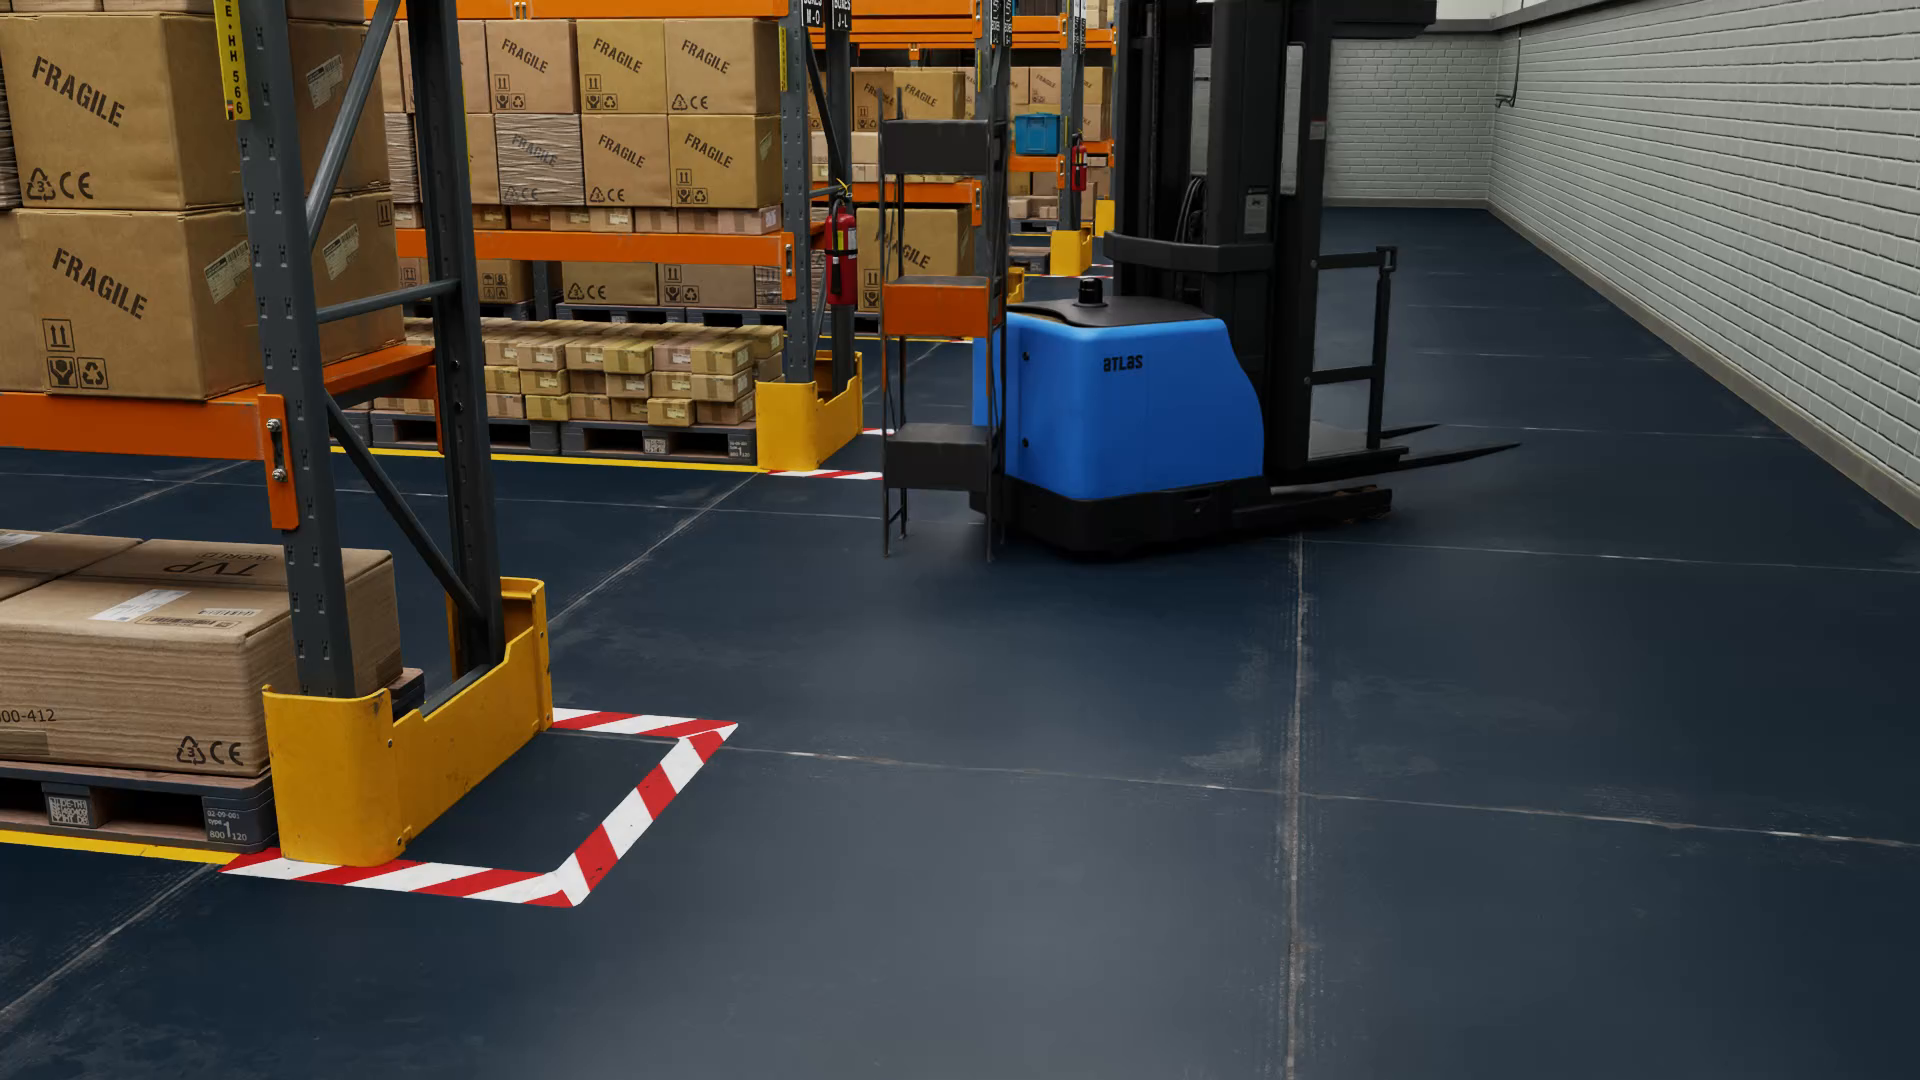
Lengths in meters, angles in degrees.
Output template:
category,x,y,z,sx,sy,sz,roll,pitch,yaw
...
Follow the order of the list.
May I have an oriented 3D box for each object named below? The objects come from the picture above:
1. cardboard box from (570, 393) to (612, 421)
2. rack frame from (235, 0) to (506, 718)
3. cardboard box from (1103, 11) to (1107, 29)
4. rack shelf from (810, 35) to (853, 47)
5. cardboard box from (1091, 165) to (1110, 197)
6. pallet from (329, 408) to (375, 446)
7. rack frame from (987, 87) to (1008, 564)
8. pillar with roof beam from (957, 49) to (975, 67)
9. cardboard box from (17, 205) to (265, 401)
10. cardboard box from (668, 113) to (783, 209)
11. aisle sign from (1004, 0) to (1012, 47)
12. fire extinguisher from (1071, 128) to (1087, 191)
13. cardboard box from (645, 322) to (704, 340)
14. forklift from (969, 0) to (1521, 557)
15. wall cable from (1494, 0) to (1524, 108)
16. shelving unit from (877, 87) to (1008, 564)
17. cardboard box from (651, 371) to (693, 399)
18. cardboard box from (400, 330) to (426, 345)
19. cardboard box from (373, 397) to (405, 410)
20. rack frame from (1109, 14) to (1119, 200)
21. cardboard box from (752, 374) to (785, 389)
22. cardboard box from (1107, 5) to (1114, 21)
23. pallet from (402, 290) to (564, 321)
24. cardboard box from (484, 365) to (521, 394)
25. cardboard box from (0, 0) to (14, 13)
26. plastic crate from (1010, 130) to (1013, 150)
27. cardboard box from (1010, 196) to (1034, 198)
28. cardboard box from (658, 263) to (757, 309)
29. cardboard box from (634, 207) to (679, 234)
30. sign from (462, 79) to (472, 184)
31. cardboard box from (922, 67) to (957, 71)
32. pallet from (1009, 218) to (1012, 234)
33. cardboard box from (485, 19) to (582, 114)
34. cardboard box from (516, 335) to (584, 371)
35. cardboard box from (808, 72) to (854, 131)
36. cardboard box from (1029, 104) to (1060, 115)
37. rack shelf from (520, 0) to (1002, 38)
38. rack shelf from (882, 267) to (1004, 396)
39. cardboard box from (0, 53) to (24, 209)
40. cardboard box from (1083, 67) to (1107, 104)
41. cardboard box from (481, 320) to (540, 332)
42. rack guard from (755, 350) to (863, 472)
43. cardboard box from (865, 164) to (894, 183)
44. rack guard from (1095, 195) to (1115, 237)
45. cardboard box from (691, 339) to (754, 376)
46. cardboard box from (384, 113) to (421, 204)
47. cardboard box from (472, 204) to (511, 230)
category,x,y,z,sx,sy,sz,roll,pitch,yaw
cardboard box,-2.123,-0.821,9.891,0.250,0.149,0.380,3,16,12
rack frame,-1.694,-0.685,4.847,0.127,3.000,1.000,3,16,11
cardboard box,1.805,-7.336,23.519,0.500,0.250,0.500,3,16,11
rack shelf,-3.621,-7.287,24.408,4.000,0.370,1.077,3,16,11
cardboard box,2.536,-6.174,28.557,0.500,0.500,0.700,3,16,11
pallet,-4.062,-0.828,10.586,1.213,0.211,1.003,3,16,11
rack frame,0.170,-0.954,7.504,0.015,2.100,0.400,3,16,11
pillar with roof beam,-0.678,-9.332,24.824,0.400,9.000,9.100,3,16,11
cardboard box,-2.220,-0.690,4.676,0.500,0.500,0.500,3,16,11
cardboard box,-1.299,-2.134,9.331,0.500,0.500,0.500,3,16,12
aisle sign,0.411,-4.605,14.128,0.004,0.787,0.394,3,16,11
fire extinguisher,1.325,-4.230,18.485,0.183,0.674,0.296,3,16,11
cardboard box,-1.768,-1.248,10.317,0.250,0.149,0.380,3,16,11
forklift,1.583,-1.600,8.278,3.031,2.935,1.130,-9,18,-29
wall cable,8.713,-8.165,26.429,0.112,2.526,3.097,3,16,11
shelving unit,-0.069,-0.967,7.550,0.503,2.100,0.431,3,16,11
cardboard box,-1.626,-0.939,9.759,0.250,0.149,0.380,3,16,10
cardboard box,-3.421,-1.168,10.027,0.250,0.149,0.380,3,16,12
cardboard box,-3.390,-0.904,10.191,0.250,0.149,0.380,2,16,9
rack frame,2.258,-5.869,23.561,0.127,3.000,1.000,3,16,11
cardboard box,-1.257,-0.926,10.269,0.250,0.149,0.380,3,16,12
cardboard box,2.471,-8.758,27.680,0.500,0.250,0.500,4,16,13
pallet,-4.410,-2.168,15.423,1.213,0.211,1.003,3,16,11
cardboard box,-2.648,-0.981,9.910,0.250,0.149,0.380,4,16,14
cardboard box,-2.609,-1.494,4.490,0.250,0.149,0.380,3,16,11
plastic crate,0.446,-4.656,19.382,0.300,0.233,0.416,3,16,11
cardboard box,0.802,-4.912,24.433,0.500,0.250,0.500,3,16,11
cardboard box,-2.127,-2.565,14.827,0.875,0.875,0.875,3,16,11
cardboard box,-1.668,-1.840,9.488,0.250,0.149,0.380,3,16,11
sign,-1.578,-1.286,5.244,0.005,0.325,0.100,3,16,11
cardboard box,-0.247,-6.458,23.628,0.500,0.500,0.500,3,16,9
pallet,0.210,-4.637,24.336,1.213,0.211,1.003,3,16,11
cardboard box,-2.313,-2.671,9.396,0.500,0.500,0.500,4,16,14
cardboard box,-2.406,-1.102,9.790,0.250,0.149,0.380,4,16,13
cardboard box,-1.135,-3.859,14.623,0.500,0.500,0.500,3,16,10
cardboard box,1.256,-5.897,23.472,0.500,0.500,0.500,3,16,12
rack shelf,-1.679,-4.483,14.286,4.000,0.370,1.077,3,16,11
rack shelf,-0.069,-0.954,7.553,0.480,0.518,0.431,3,16,11
cardboard box,-2.732,-1.199,4.641,0.500,0.500,0.500,3,16,11
cardboard box,1.767,-6.351,23.240,0.500,0.500,0.500,3,16,11
cardboard box,-2.812,-1.271,10.400,0.250,0.149,0.380,3,16,11
rack guard,-0.881,-0.785,9.890,0.348,0.500,1.175,3,16,11
cardboard box,-0.636,-3.117,14.095,0.250,0.149,0.380,3,16,11
rack guard,2.184,-4.668,23.909,0.348,0.500,1.175,3,16,11
cardboard box,-1.376,-1.063,9.649,0.250,0.149,0.380,3,16,12
cardboard box,-3.319,-2.237,9.704,0.500,0.500,0.500,3,16,10
cardboard box,-2.691,-1.909,9.737,0.250,0.149,0.380,3,16,12
